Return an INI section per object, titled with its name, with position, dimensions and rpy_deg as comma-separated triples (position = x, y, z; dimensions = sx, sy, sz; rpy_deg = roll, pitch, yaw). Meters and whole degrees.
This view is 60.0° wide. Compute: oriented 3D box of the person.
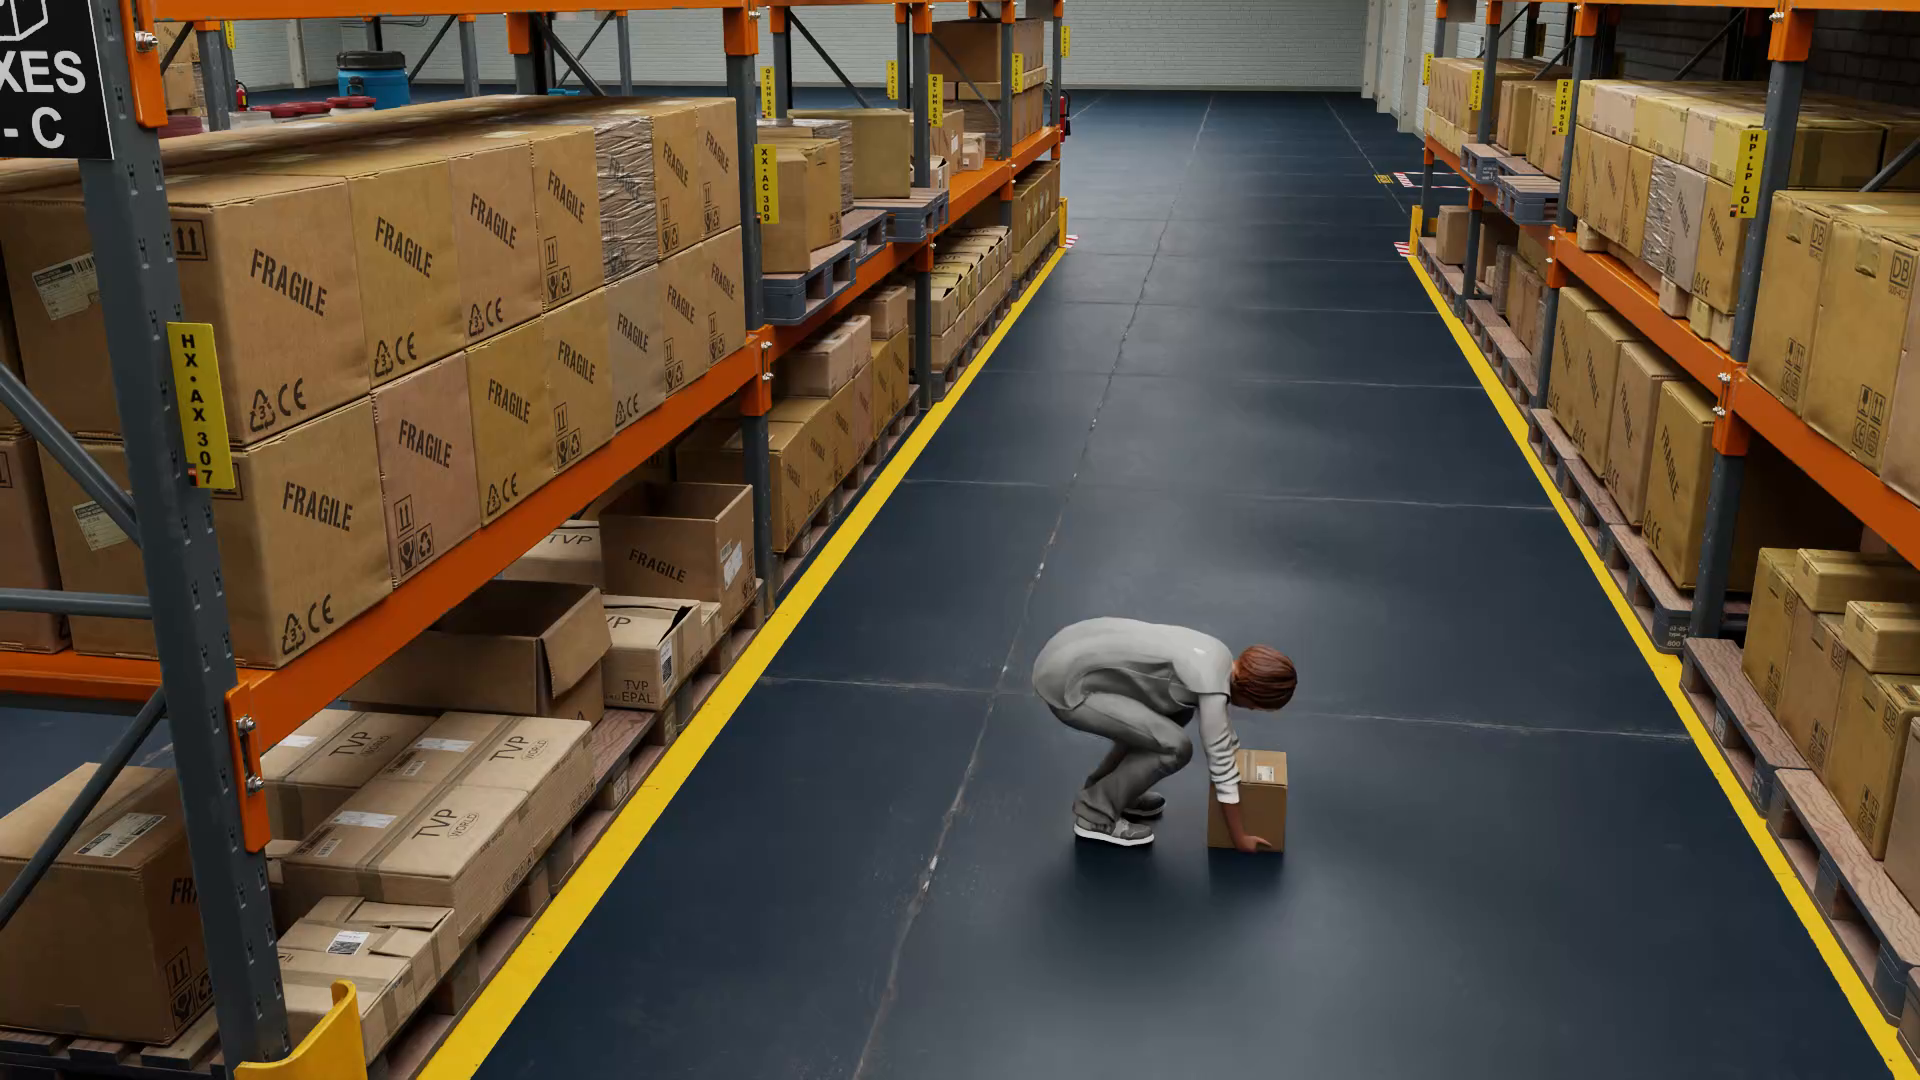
[person]
position = 0.671, 0.639, 5.543
dimensions = 0.873, 0.760, 0.419
rpy_deg = 2, 18, 7
